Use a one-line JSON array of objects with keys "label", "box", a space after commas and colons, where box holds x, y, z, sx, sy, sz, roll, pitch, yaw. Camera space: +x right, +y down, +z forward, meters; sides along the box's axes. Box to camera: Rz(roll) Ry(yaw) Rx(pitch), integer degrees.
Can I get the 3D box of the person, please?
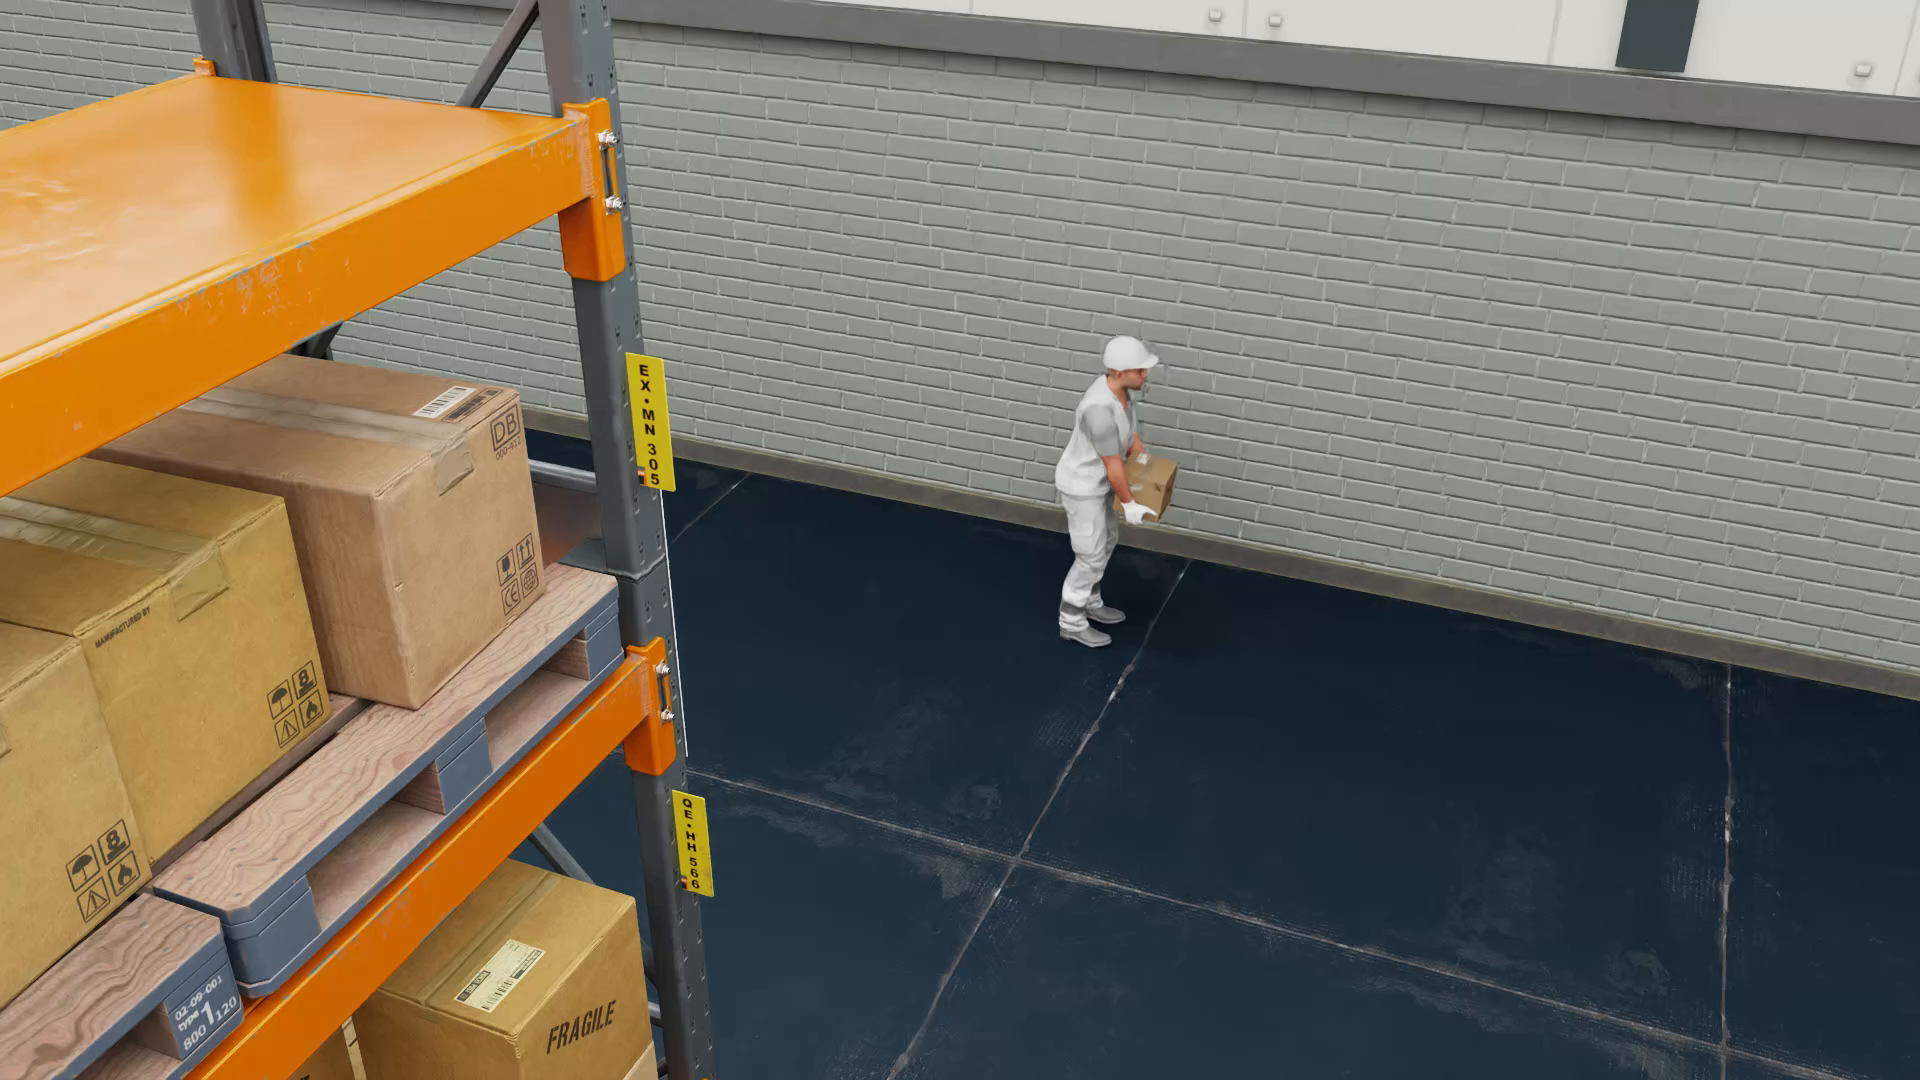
[{"label": "person", "box": [0.812, -0.264, 8.871, 0.587, 1.762, 0.489, 11, 31, 18]}]
